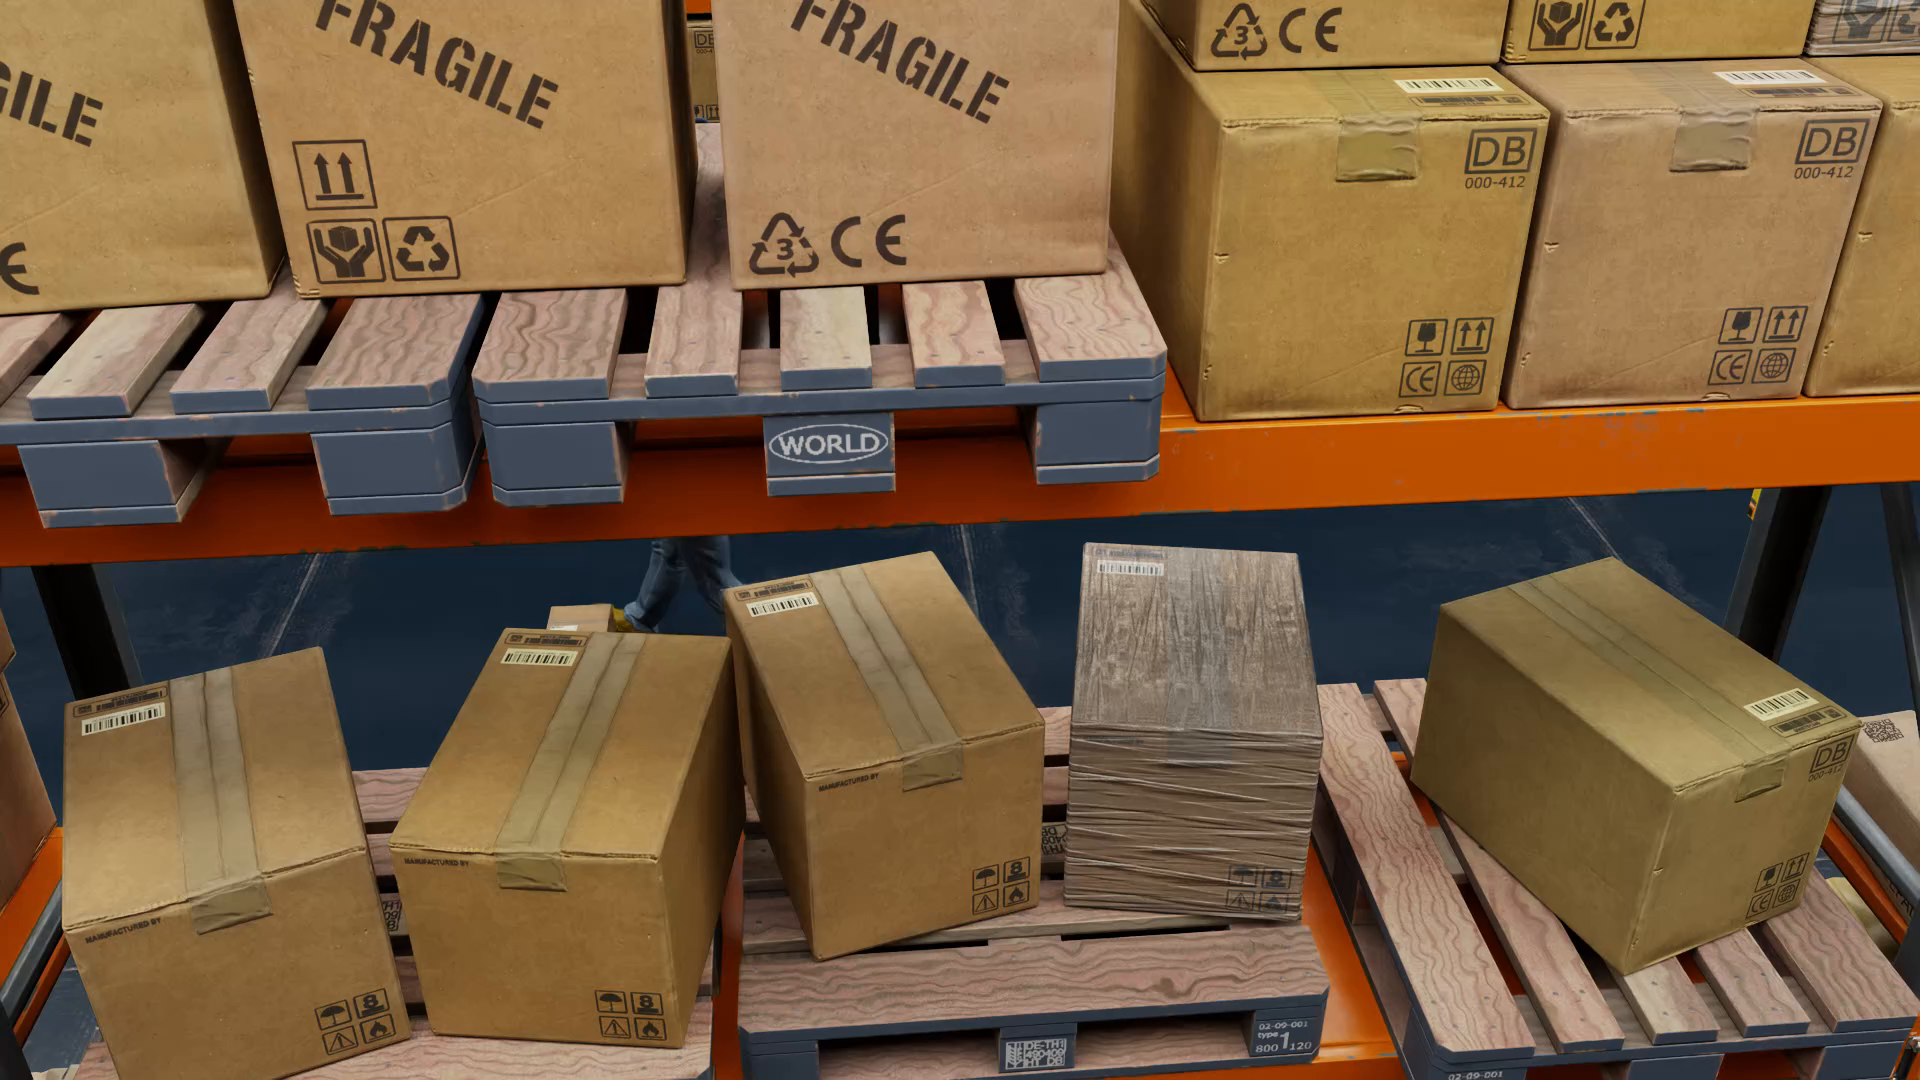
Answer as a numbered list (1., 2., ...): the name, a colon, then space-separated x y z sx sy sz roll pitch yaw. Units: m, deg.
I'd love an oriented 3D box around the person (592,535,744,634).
1. person: -1.147 -0.233 6.517 0.938 1.723 0.623 6 31 9
